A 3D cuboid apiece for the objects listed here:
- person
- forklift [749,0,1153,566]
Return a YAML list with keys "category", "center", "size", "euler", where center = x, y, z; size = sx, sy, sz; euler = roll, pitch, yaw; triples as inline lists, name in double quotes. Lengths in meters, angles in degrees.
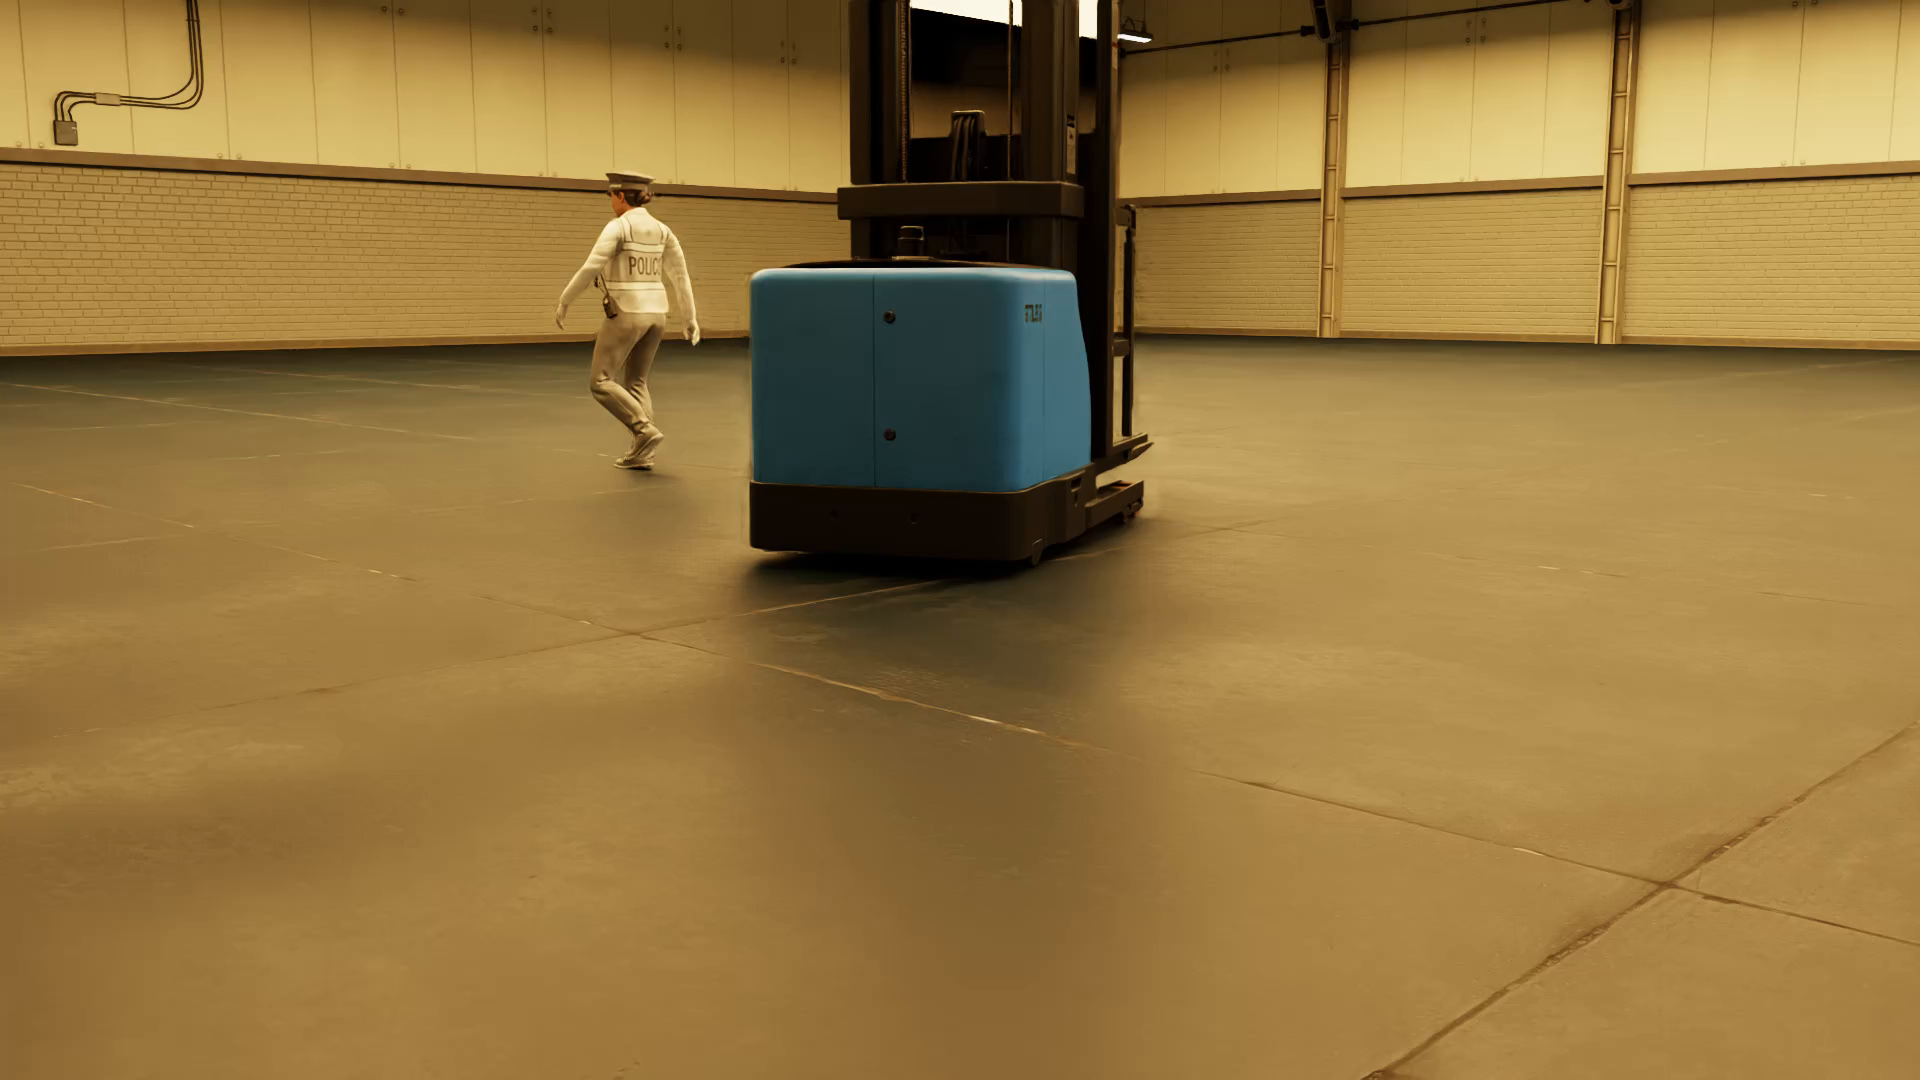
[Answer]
- category: "person"
  center: [-1.797, -1.200, 9.175]
  size: [0.538, 1.651, 0.721]
  euler: [6, 10, 33]
- category: "forklift"
  center: [0.184, -1.537, 7.081]
  size: [1.130, 2.935, 3.031]
  euler: [3, 9, 19]
